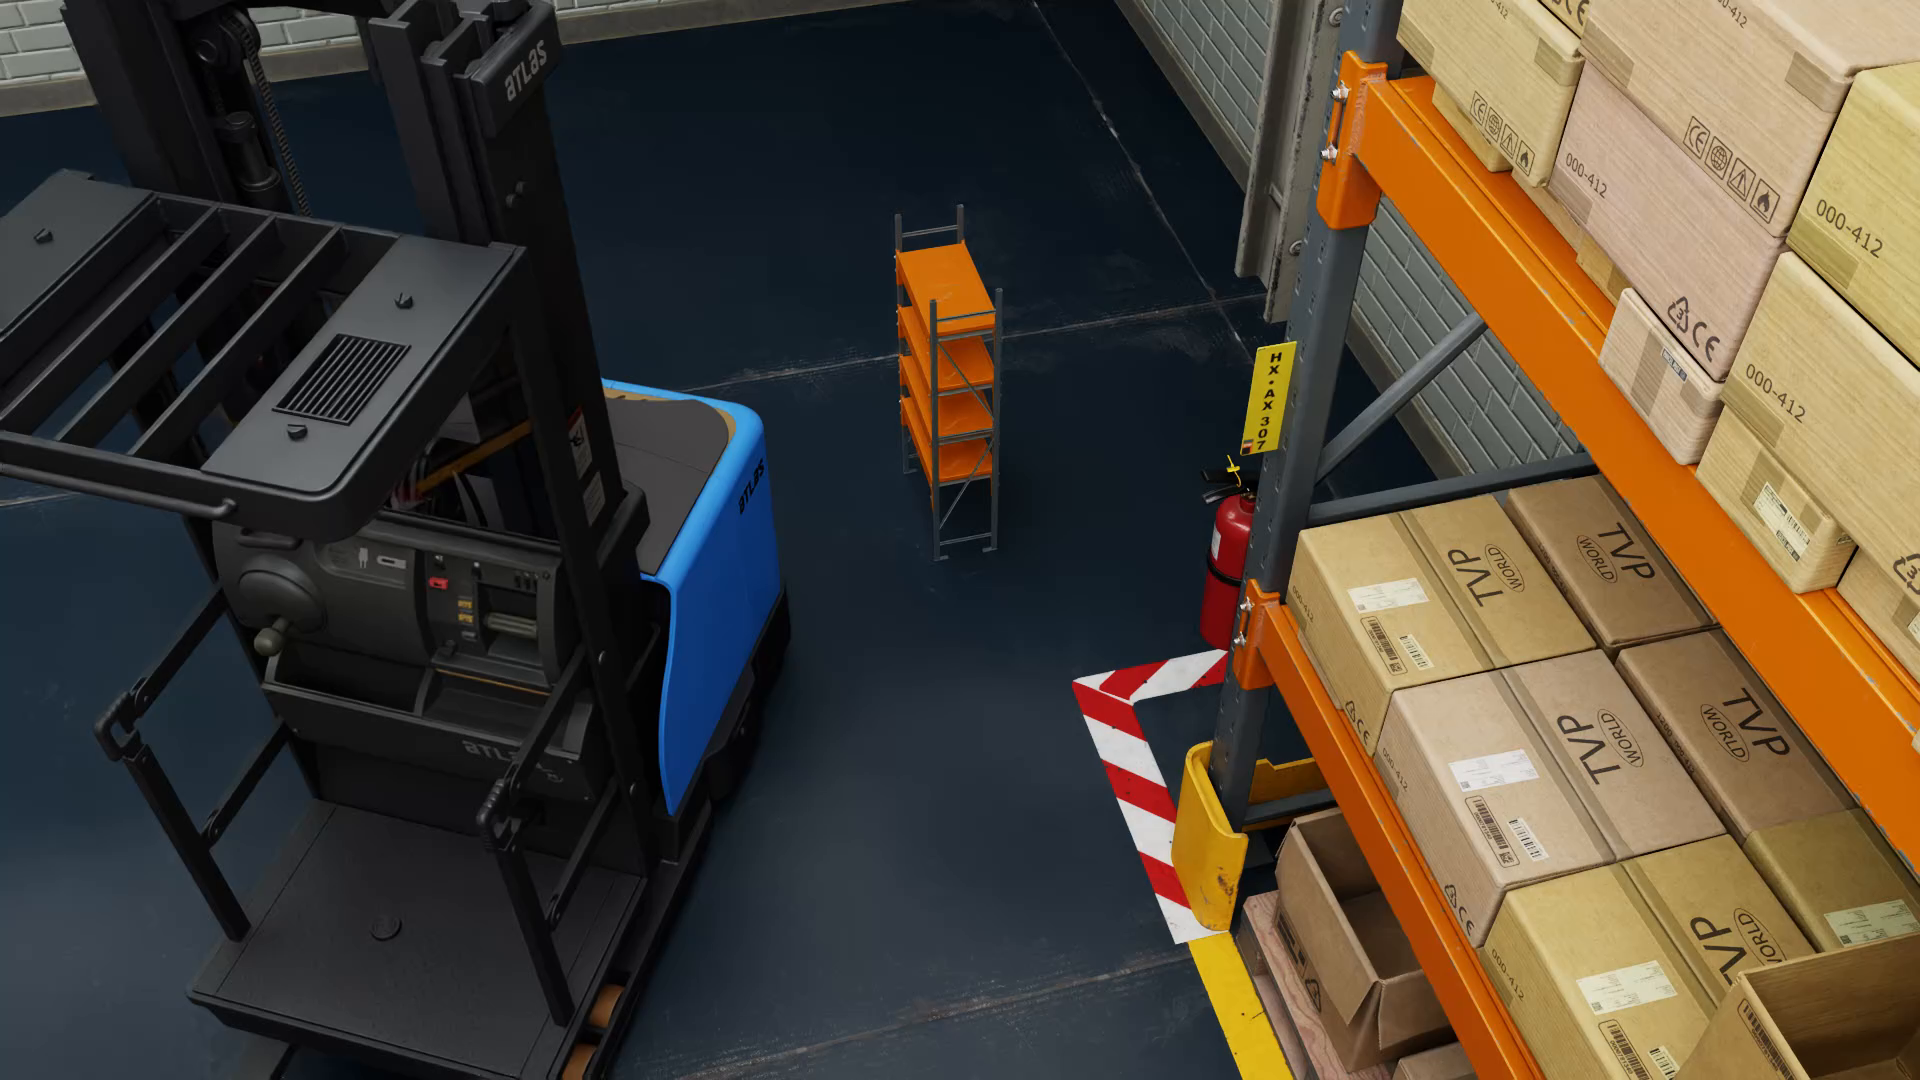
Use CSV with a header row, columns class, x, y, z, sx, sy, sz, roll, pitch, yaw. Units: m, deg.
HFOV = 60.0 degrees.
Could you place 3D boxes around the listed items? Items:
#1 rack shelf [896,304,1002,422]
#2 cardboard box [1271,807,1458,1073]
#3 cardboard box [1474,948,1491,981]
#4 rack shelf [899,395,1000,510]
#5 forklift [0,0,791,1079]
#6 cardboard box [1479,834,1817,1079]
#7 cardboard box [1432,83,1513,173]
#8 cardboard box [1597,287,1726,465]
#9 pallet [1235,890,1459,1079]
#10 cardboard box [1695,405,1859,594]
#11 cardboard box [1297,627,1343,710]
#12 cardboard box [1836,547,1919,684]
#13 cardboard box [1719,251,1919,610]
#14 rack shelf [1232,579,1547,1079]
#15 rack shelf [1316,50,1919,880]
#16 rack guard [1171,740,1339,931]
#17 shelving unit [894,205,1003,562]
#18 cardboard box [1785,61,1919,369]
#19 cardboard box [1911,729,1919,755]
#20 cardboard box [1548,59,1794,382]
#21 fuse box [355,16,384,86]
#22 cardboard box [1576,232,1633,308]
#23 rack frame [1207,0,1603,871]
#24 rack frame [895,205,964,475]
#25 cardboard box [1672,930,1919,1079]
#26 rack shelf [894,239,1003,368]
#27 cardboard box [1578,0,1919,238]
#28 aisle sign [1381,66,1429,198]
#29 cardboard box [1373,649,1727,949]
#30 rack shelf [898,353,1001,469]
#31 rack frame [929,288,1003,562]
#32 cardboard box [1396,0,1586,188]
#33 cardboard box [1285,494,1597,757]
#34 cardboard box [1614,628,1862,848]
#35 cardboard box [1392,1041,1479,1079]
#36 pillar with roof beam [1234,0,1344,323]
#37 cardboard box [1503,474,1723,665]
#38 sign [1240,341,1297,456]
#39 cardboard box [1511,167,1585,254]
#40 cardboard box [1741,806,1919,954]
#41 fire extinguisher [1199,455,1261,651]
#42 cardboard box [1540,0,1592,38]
class,x,y,z,sx,sy,sz,roll,pitch,yaw
rack shelf,-0.042,-0.644,5.822,0.258,0.148,0.480,-11,47,-10
cardboard box,1.308,1.045,4.580,0.797,0.503,0.637,-12,47,-12
cardboard box,1.278,0.771,3.570,0.380,0.149,0.250,-9,46,-9
rack shelf,-0.042,-0.348,6.123,0.258,0.148,0.480,-11,47,-10
forklift,-1.473,0.239,3.964,1.130,2.935,3.031,11,47,11
cardboard box,1.361,0.886,3.178,0.500,0.250,0.500,-12,47,-11
cardboard box,1.099,-0.821,3.030,0.380,0.149,0.250,-10,46,-9
cardboard box,1.205,-0.274,2.494,0.380,0.149,0.250,-10,46,-9
pallet,1.467,1.457,4.675,1.003,0.211,1.213,-11,47,-10
cardboard box,1.279,-0.094,2.318,0.380,0.149,0.250,-11,47,-10
cardboard box,1.061,0.243,4.087,0.380,0.149,0.250,-11,47,-11
cardboard box,1.402,0.065,2.162,0.380,0.149,0.250,-11,47,-11
cardboard box,1.361,-0.164,2.107,0.500,0.250,0.500,-12,47,-12
rack shelf,1.755,1.511,3.173,1.077,0.370,4.000,-11,47,-10
rack shelf,1.755,0.461,2.102,1.077,0.370,4.000,-11,47,-10
rack guard,1.262,0.806,5.111,1.175,0.500,0.348,-11,47,-10
shelving unit,-0.042,-0.534,5.933,0.258,1.200,0.503,-11,47,-10
cardboard box,1.367,-0.347,1.936,0.500,0.250,0.500,-11,47,-11
cardboard box,1.398,0.255,1.976,0.380,0.149,0.250,-11,47,-10
cardboard box,1.242,-0.520,2.456,0.500,0.250,0.500,-10,46,-10
fuse box,-2.953,-2.933,7.926,0.539,1.711,0.414,-11,47,-10
cardboard box,1.241,-0.465,2.681,0.380,0.149,0.250,-11,47,-10
rack frame,1.243,-0.122,4.269,1.000,3.000,0.127,-11,47,-10
rack frame,-0.105,-0.703,6.099,0.240,1.200,0.015,-11,47,-10
cardboard box,1.483,0.962,2.579,0.500,0.500,0.500,-10,46,-9
rack shelf,-0.042,-0.809,5.653,0.258,0.148,0.480,-11,47,-10
cardboard box,1.225,-0.691,2.274,0.500,0.250,0.500,-11,47,-11
aisle sign,0.941,-1.025,3.334,0.394,0.787,0.004,-11,47,-10
cardboard box,1.228,0.537,3.520,0.500,0.250,0.500,-10,46,-10
rack shelf,-0.042,-0.487,5.982,0.258,0.148,0.480,-11,47,-10
rack frame,0.020,-0.366,5.768,0.240,1.200,0.015,-11,47,-10
cardboard box,1.092,-0.867,2.796,0.500,0.250,0.500,-11,47,-11
cardboard box,1.098,0.189,3.861,0.500,0.250,0.500,-10,47,-10
cardboard box,1.748,0.452,3.604,0.500,0.250,0.500,-11,47,-10
cardboard box,1.379,1.469,4.412,0.380,0.149,0.250,-12,47,-12
pillar with roof beam,-2.738,-3.461,3.341,9.100,9.000,0.400,-11,47,-10
cardboard box,1.617,0.096,3.953,0.500,0.250,0.500,-9,46,-9
sign,0.718,-0.326,3.863,0.100,0.325,0.005,-11,47,-10
cardboard box,1.192,-0.645,2.858,0.380,0.149,0.250,-10,46,-10
cardboard box,1.870,0.795,3.268,0.500,0.250,0.500,-9,46,-9
fire extinguisher,0.758,0.019,4.447,0.296,0.674,0.183,-11,47,-10
cardboard box,1.113,-1.046,2.621,0.500,0.250,0.500,-11,47,-11
